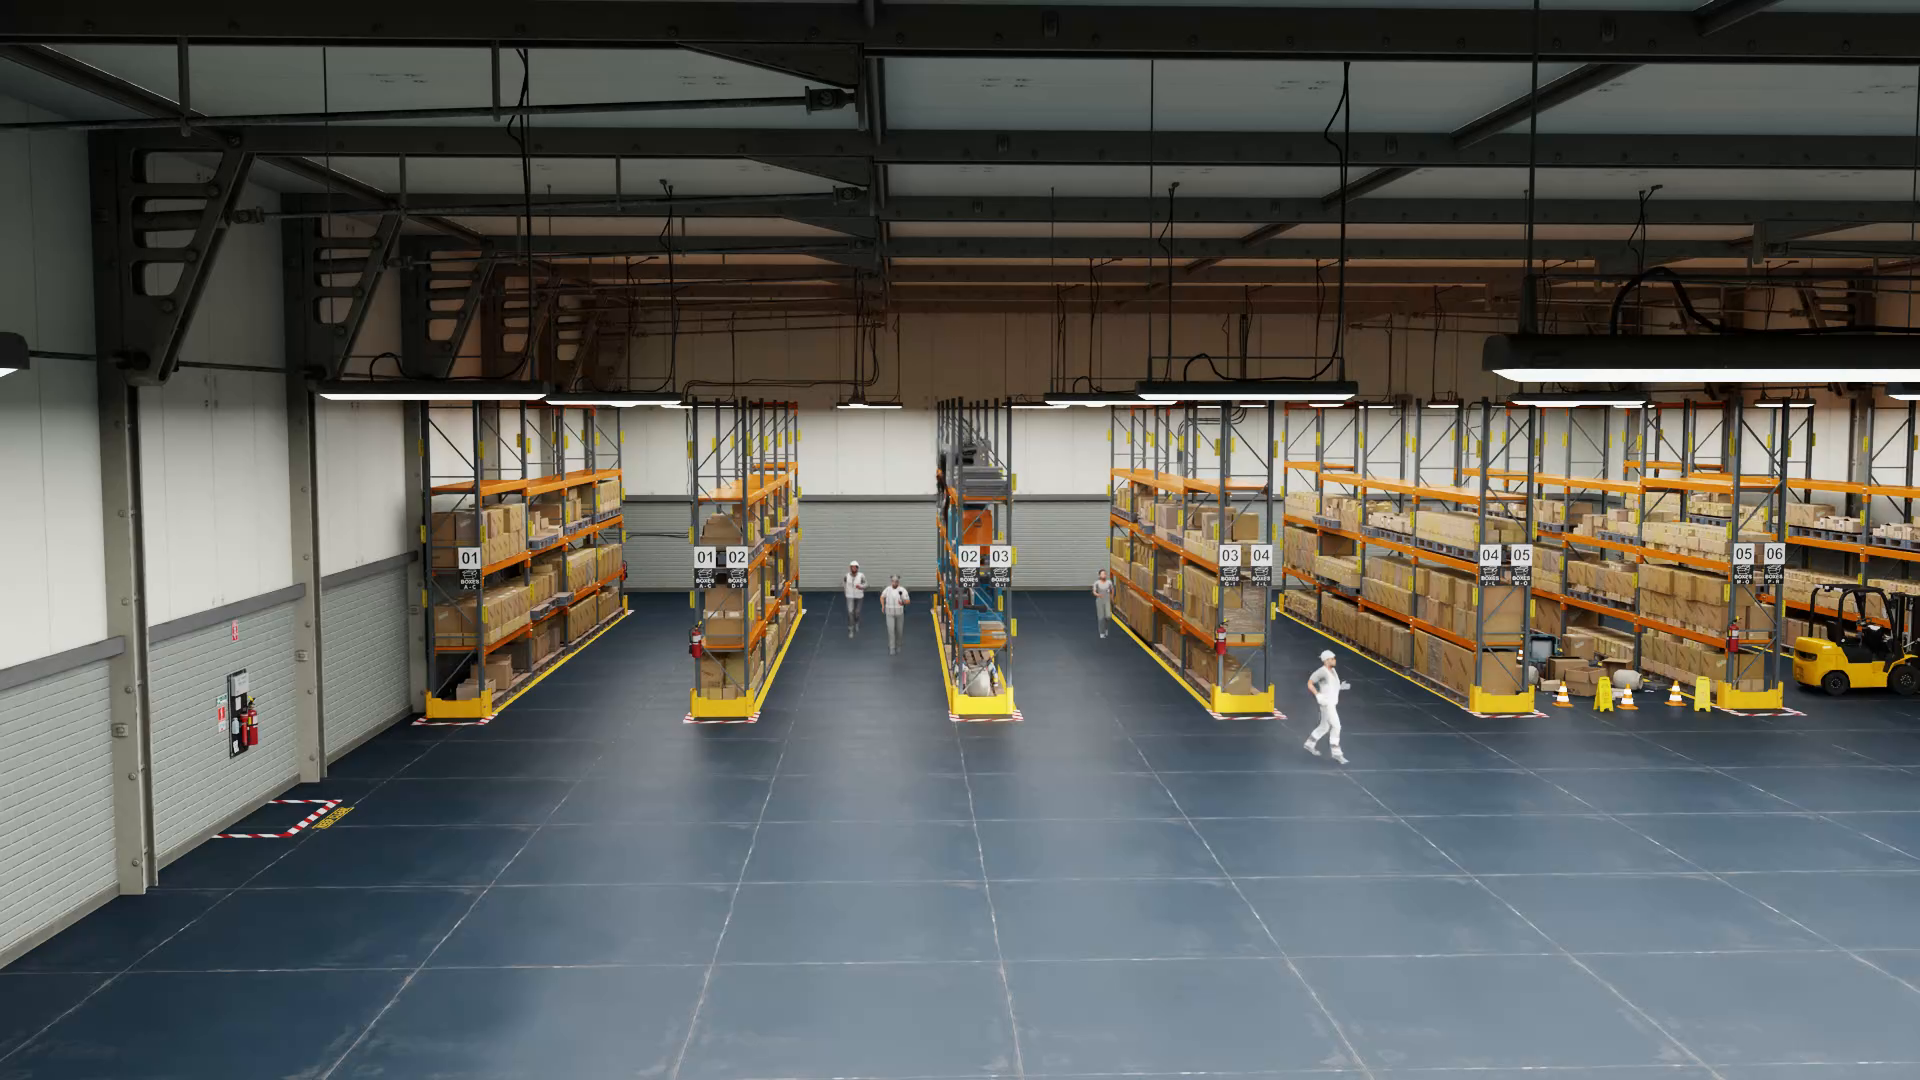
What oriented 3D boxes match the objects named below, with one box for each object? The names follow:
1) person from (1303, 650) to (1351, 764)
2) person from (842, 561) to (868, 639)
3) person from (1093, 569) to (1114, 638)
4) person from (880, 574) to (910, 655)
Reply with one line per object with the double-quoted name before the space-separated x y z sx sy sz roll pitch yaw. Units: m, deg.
"person" 6.016 2.715 27.254 0.814 1.824 0.640 3 5 30
"person" -2.558 1.433 40.678 0.625 1.847 0.920 0 4 -5
"person" 3.459 1.532 39.909 0.550 1.656 0.571 0 4 -4
"person" -1.462 1.676 37.386 0.673 1.819 0.883 0 4 -3
